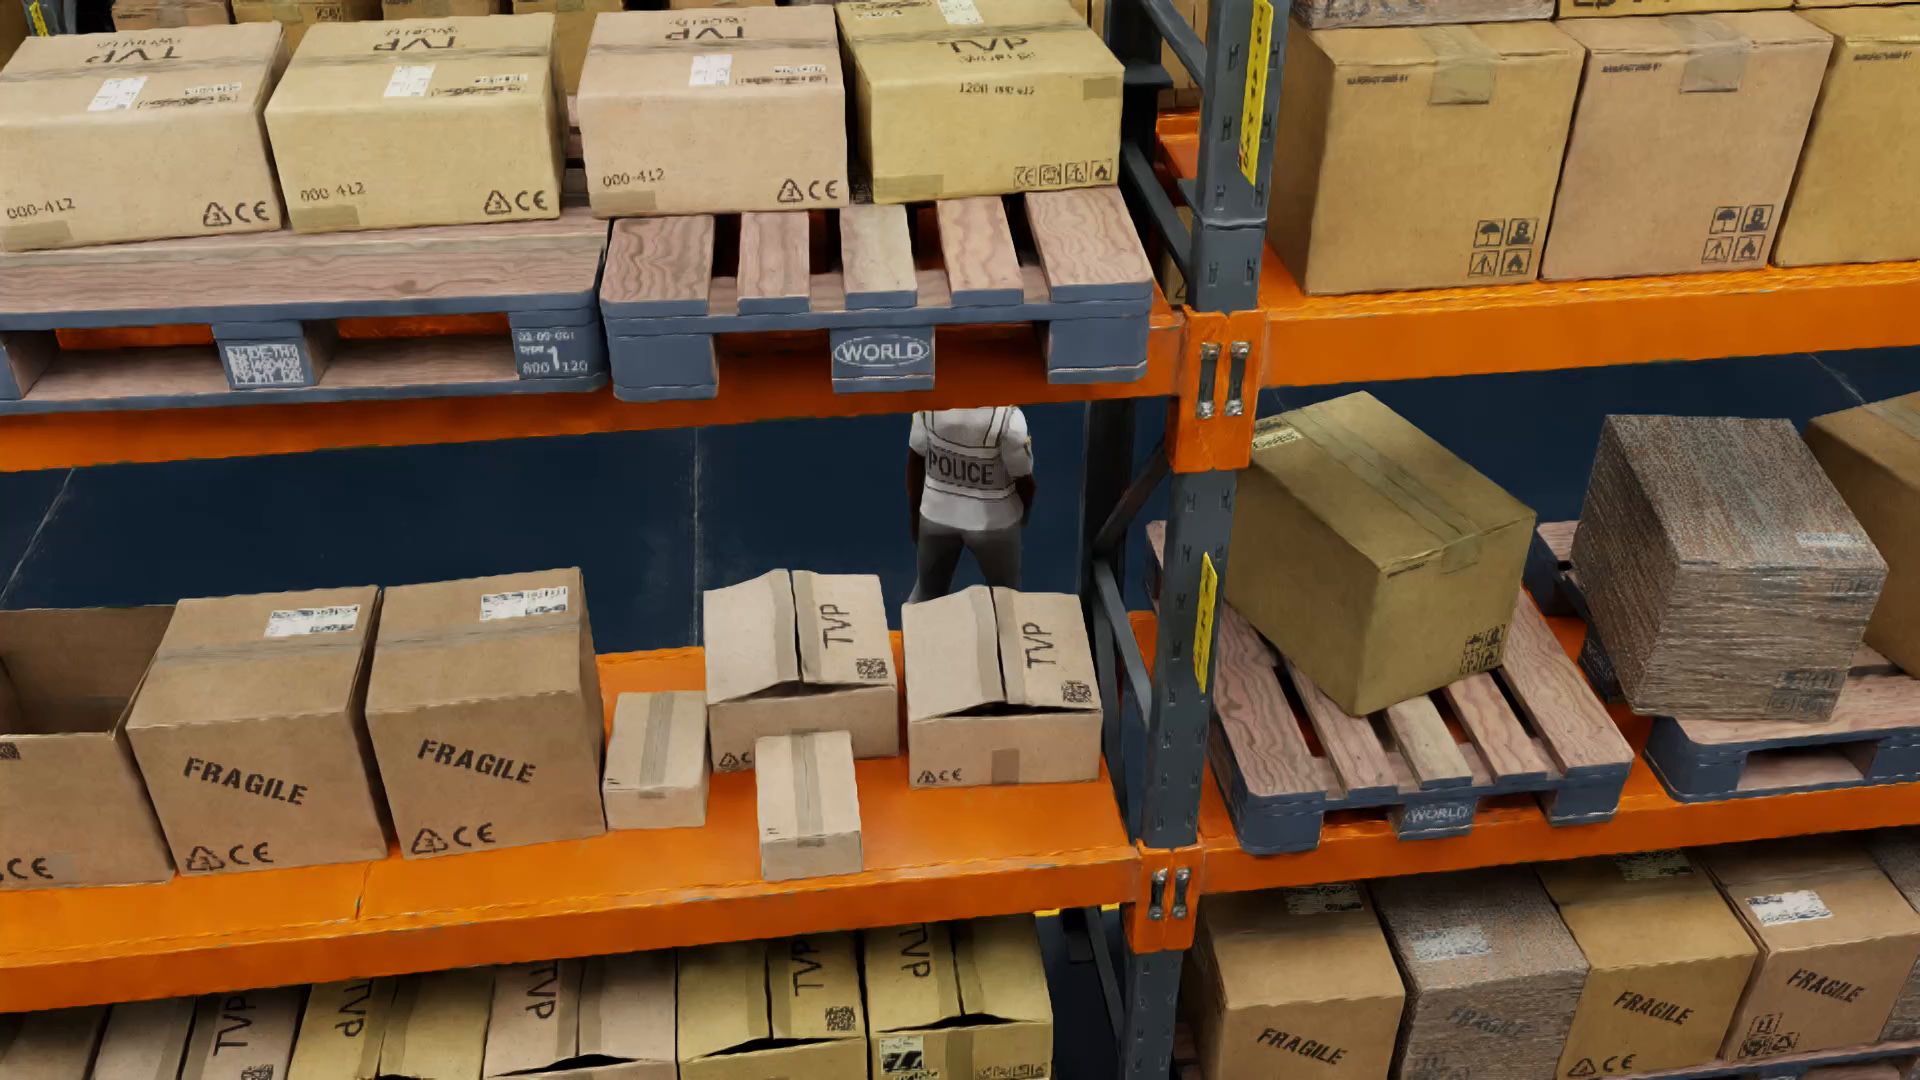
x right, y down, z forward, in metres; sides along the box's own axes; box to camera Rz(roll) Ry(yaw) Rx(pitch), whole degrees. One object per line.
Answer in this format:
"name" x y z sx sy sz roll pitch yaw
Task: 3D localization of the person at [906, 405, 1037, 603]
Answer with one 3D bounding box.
"person" 0.035 -0.099 6.281 0.541 1.684 0.423 12 37 16
